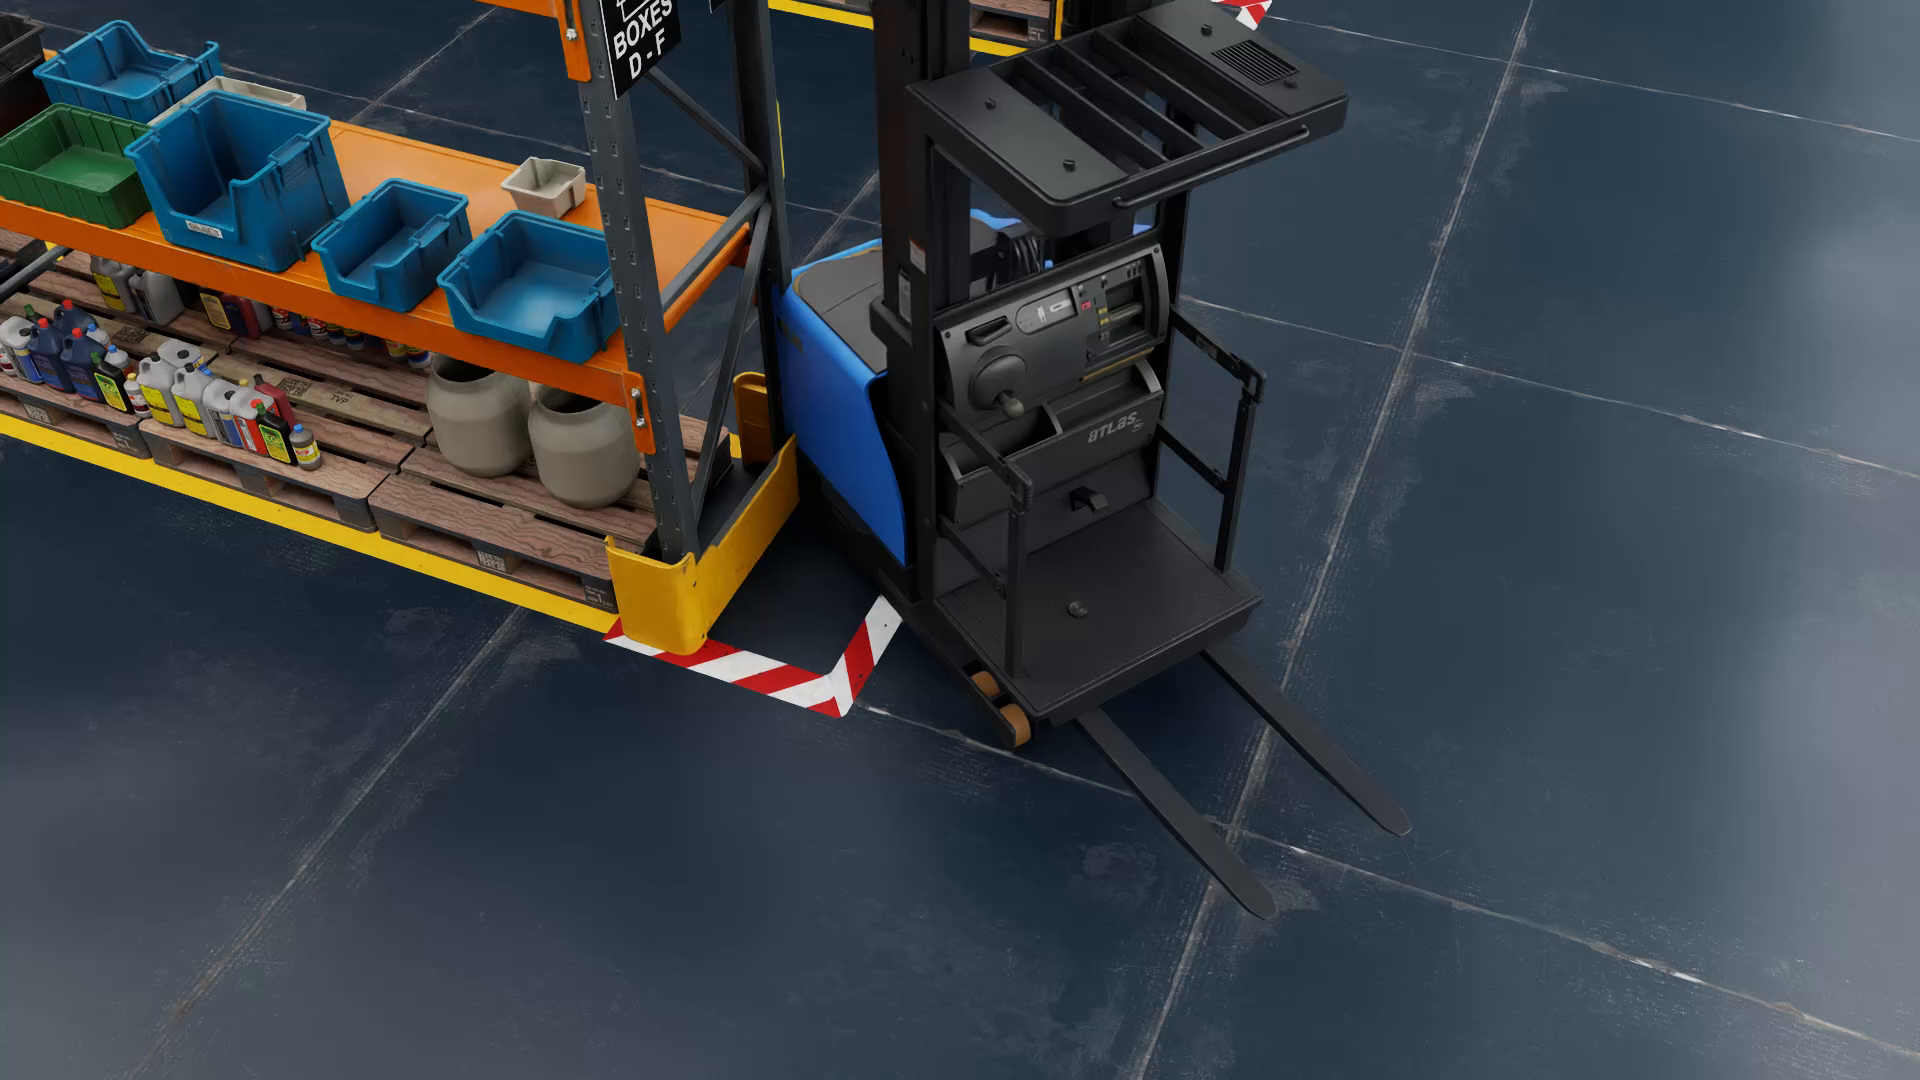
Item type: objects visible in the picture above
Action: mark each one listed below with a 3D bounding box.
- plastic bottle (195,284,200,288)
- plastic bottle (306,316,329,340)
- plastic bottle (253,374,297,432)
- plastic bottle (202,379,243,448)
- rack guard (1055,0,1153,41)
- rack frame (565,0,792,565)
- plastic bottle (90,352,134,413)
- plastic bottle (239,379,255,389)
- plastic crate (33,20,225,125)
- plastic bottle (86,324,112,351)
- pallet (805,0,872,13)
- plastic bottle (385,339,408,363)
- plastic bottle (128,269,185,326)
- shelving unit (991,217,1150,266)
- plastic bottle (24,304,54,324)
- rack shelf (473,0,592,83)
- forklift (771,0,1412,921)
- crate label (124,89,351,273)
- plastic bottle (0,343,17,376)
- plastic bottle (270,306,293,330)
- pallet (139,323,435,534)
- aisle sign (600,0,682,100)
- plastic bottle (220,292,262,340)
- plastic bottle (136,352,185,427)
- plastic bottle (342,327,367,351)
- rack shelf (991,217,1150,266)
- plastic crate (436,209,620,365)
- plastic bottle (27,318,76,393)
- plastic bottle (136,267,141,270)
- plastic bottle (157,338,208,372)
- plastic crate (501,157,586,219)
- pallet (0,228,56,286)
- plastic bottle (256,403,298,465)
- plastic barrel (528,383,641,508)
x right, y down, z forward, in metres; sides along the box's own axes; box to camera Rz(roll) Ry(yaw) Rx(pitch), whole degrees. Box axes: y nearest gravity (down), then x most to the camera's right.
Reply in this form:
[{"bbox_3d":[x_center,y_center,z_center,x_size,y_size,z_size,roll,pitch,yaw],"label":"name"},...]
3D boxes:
[{"bbox_3d":[-3.554,-1.247,7.830,0.133,0.283,0.061,19,48,18],"label":"plastic bottle"},{"bbox_3d":[-2.965,-1.031,7.671,0.097,0.201,0.097,0,45,0],"label":"plastic bottle"},{"bbox_3d":[-2.957,-0.587,7.166,0.133,0.283,0.061,16,47,16],"label":"plastic bottle"},{"bbox_3d":[-3.125,-0.552,7.137,0.135,0.276,0.152,15,47,15],"label":"plastic bottle"},{"bbox_3d":[0.925,-3.383,10.135,0.348,0.500,1.175,16,47,16],"label":"rack guard"},{"bbox_3d":[-0.911,-1.025,5.992,0.127,3.000,1.000,16,47,16],"label":"rack frame"},{"bbox_3d":[-3.707,-0.691,7.271,0.133,0.283,0.061,18,48,18],"label":"plastic bottle"},{"bbox_3d":[-3.094,-0.612,7.250,0.097,0.201,0.097,0,45,0],"label":"plastic bottle"},{"bbox_3d":[-3.477,-1.934,7.012,0.616,0.251,0.499,16,47,16],"label":"plastic crate"},{"bbox_3d":[-3.837,-0.850,7.439,0.097,0.271,0.097,0,45,0],"label":"plastic bottle"},{"bbox_3d":[-0.933,-3.857,10.816,1.213,0.211,1.003,16,47,16],"label":"pallet"},{"bbox_3d":[-2.560,-0.912,7.551,0.097,0.201,0.097,0,45,0],"label":"plastic bottle"},{"bbox_3d":[-3.754,-1.159,7.746,0.135,0.276,0.152,16,47,16],"label":"plastic bottle"},{"bbox_3d":[0.401,-1.366,7.399,1.048,1.500,0.538,3,45,3],"label":"shelving unit"},{"bbox_3d":[-4.128,-0.932,7.512,0.133,0.283,0.061,16,47,16],"label":"plastic bottle"},{"bbox_3d":[-2.757,-2.376,5.734,4.000,0.370,1.077,16,47,16],"label":"rack shelf"},{"bbox_3d":[0.459,-0.641,5.656,1.130,2.935,3.031,-25,50,-23],"label":"forklift"},{"bbox_3d":[-2.714,-1.361,6.305,0.616,0.435,0.502,16,47,16],"label":"crate label"},{"bbox_3d":[-4.290,-0.848,7.486,0.097,0.201,0.097,0,45,0],"label":"plastic bottle"},{"bbox_3d":[-3.154,-1.087,7.727,0.097,0.201,0.097,0,45,0],"label":"plastic bottle"},{"bbox_3d":[-2.869,-0.583,7.525,1.213,0.211,1.003,16,47,16],"label":"pallet"},{"bbox_3d":[-0.959,-1.733,4.861,0.004,0.787,0.394,16,47,16],"label":"aisle sign"},{"bbox_3d":[-3.314,-1.061,7.642,0.133,0.283,0.061,16,47,16],"label":"plastic bottle"},{"bbox_3d":[-3.451,-0.672,7.204,0.185,0.351,0.144,16,47,16],"label":"plastic bottle"},{"bbox_3d":[-2.781,-1.002,7.592,0.097,0.271,0.097,0,45,0],"label":"plastic bottle"},{"bbox_3d":[0.401,-1.239,7.525,1.000,0.185,0.538,3,45,3],"label":"rack shelf"},{"bbox_3d":[-1.488,-0.913,5.985,0.616,0.251,0.499,16,47,16],"label":"plastic crate"},{"bbox_3d":[-4.018,-0.839,7.371,0.185,0.351,0.144,18,47,17],"label":"plastic bottle"},{"bbox_3d":[-3.898,-1.341,7.876,0.185,0.351,0.144,15,47,15],"label":"plastic bottle"},{"bbox_3d":[-3.417,-0.749,7.334,0.135,0.276,0.152,16,47,16],"label":"plastic bottle"},{"bbox_3d":[-1.613,-1.384,6.540,0.250,0.136,0.298,16,47,16],"label":"plastic crate"},{"bbox_3d":[-5.343,-1.310,8.256,1.213,0.211,1.003,16,47,16],"label":"pallet"},{"bbox_3d":[-2.890,-0.451,7.029,0.133,0.283,0.061,17,47,17],"label":"plastic bottle"},{"bbox_3d":[-1.548,-0.421,6.851,0.421,0.512,0.421,0,45,0],"label":"plastic barrel"}]
